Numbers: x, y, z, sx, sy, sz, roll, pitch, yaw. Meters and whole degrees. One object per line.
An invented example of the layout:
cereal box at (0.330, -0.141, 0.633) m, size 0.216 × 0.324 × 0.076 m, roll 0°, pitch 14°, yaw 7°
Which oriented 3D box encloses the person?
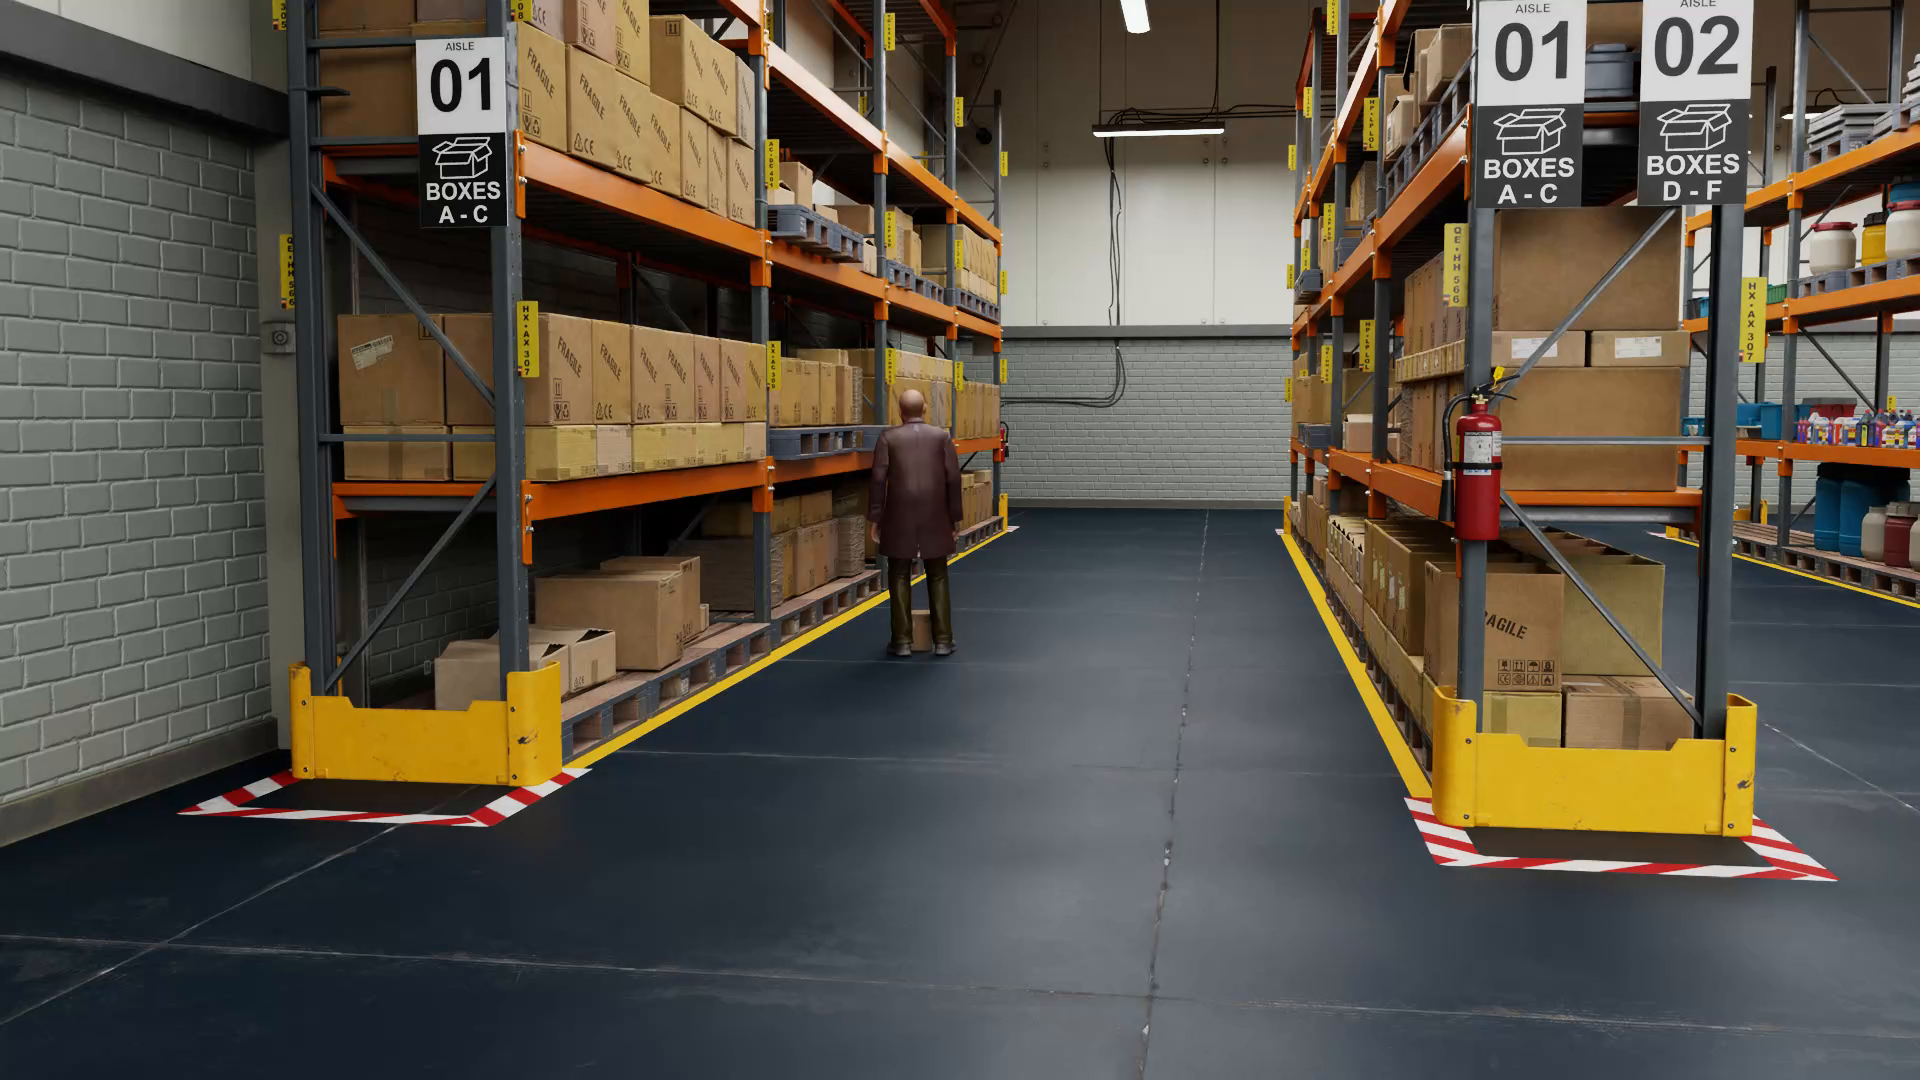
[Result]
person at (-0.298, -0.119, 11.151) m, size 0.655 × 1.774 × 0.415 m, roll -1°, pitch 4°, yaw -7°
